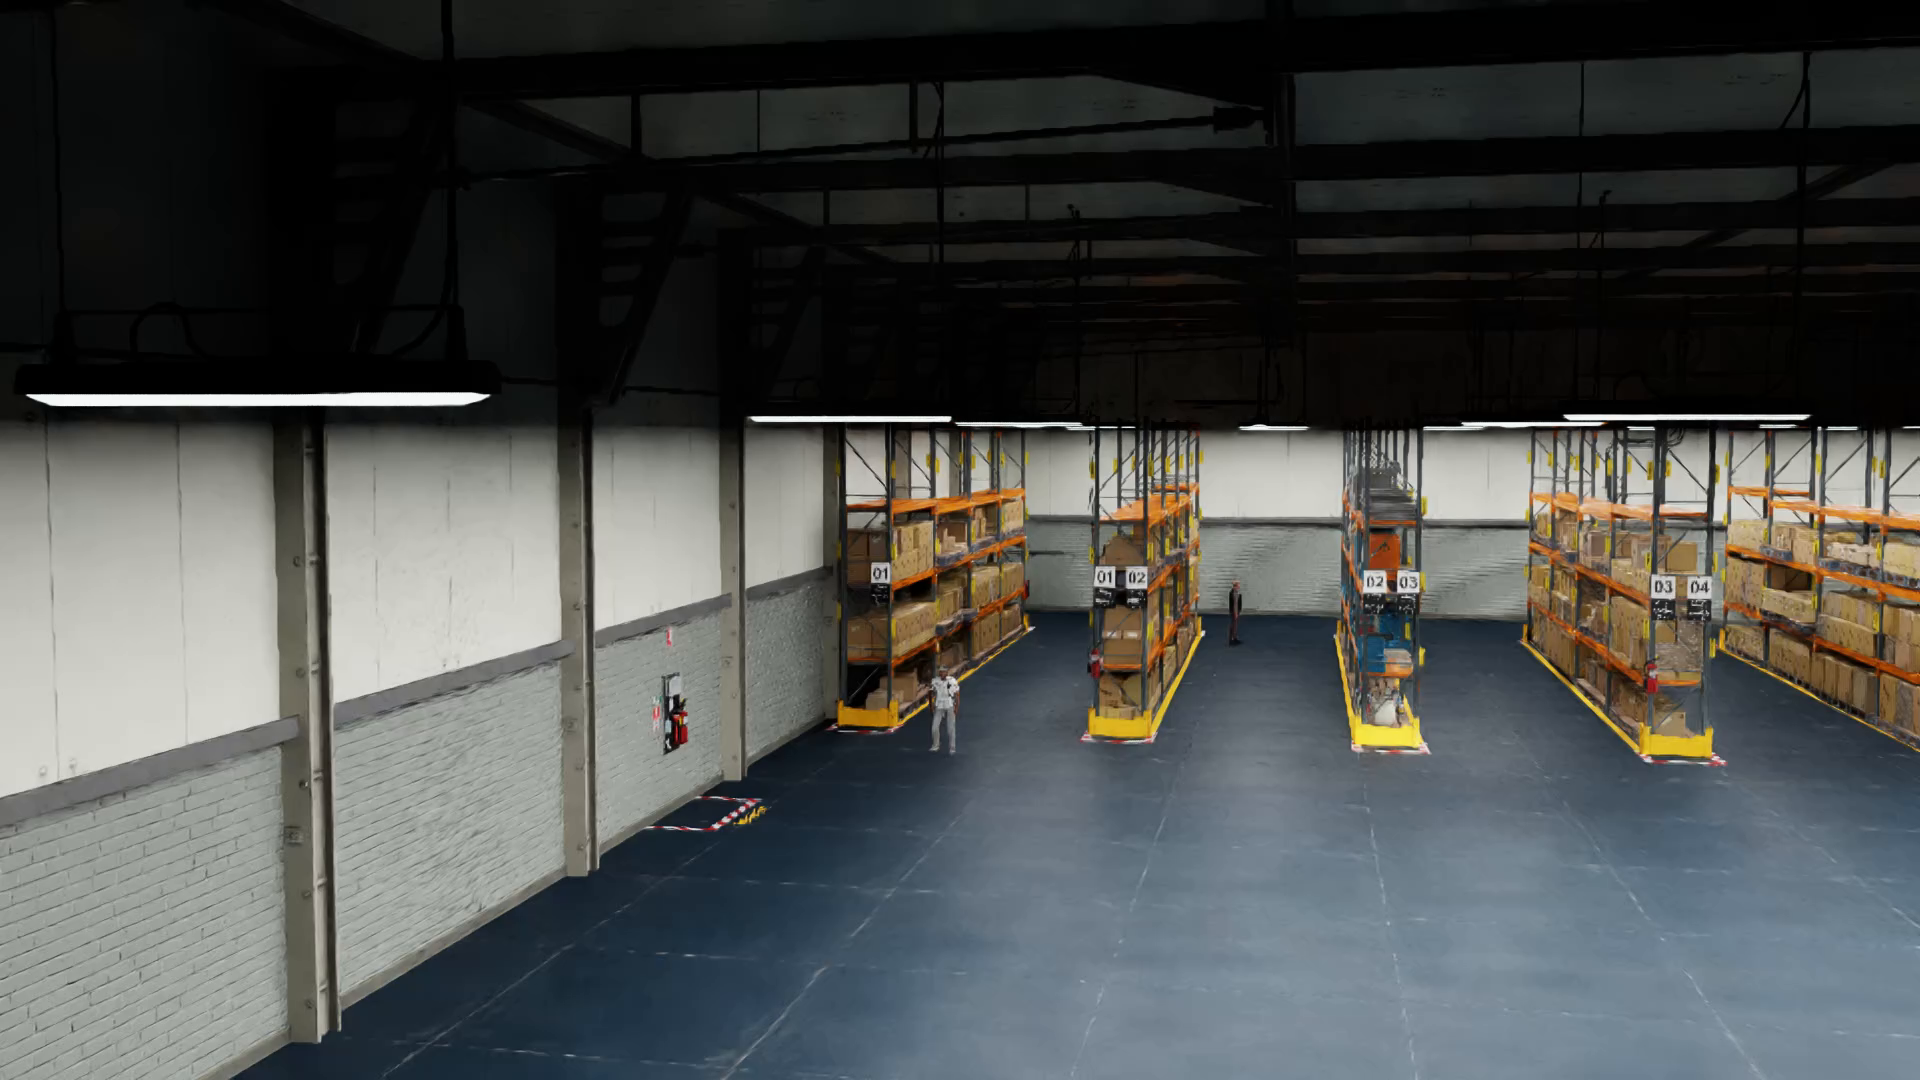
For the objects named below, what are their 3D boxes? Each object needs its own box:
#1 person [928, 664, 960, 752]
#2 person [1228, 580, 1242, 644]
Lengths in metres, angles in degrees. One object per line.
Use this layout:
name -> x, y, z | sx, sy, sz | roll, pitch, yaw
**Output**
person -> -0.282, 2.989, 29.727 | 0.592, 1.625, 0.531 | 1, 4, 10
person -> 7.448, 1.936, 44.942 | 0.389, 1.720, 0.624 | 0, 4, 6
